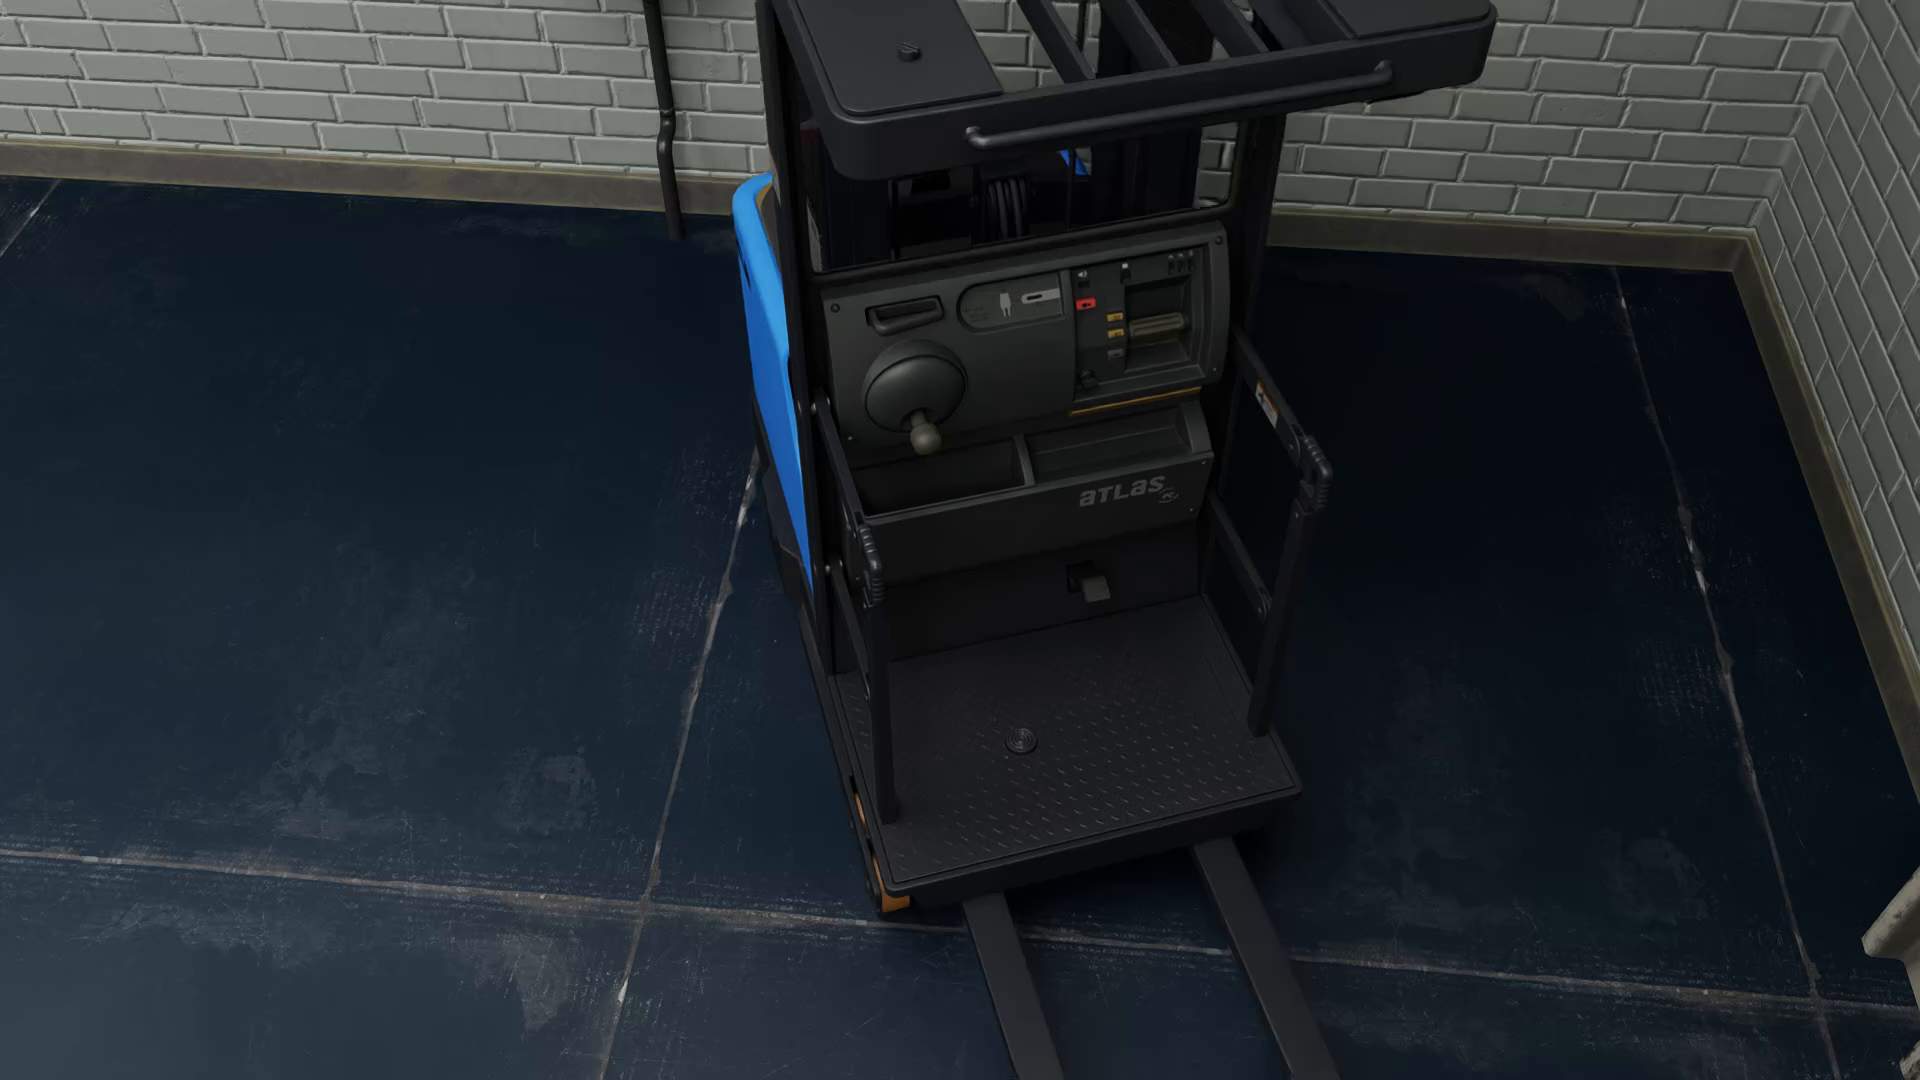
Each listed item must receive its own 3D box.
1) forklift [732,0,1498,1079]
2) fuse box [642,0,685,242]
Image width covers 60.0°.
[{"bbox_3d":[0.221,-0.348,3.582,1.130,2.935,3.031,-12,49,-10],"label":"forklift"},{"bbox_3d":[-1.046,-1.702,5.647,0.539,1.711,0.414,4,48,4],"label":"fuse box"}]
